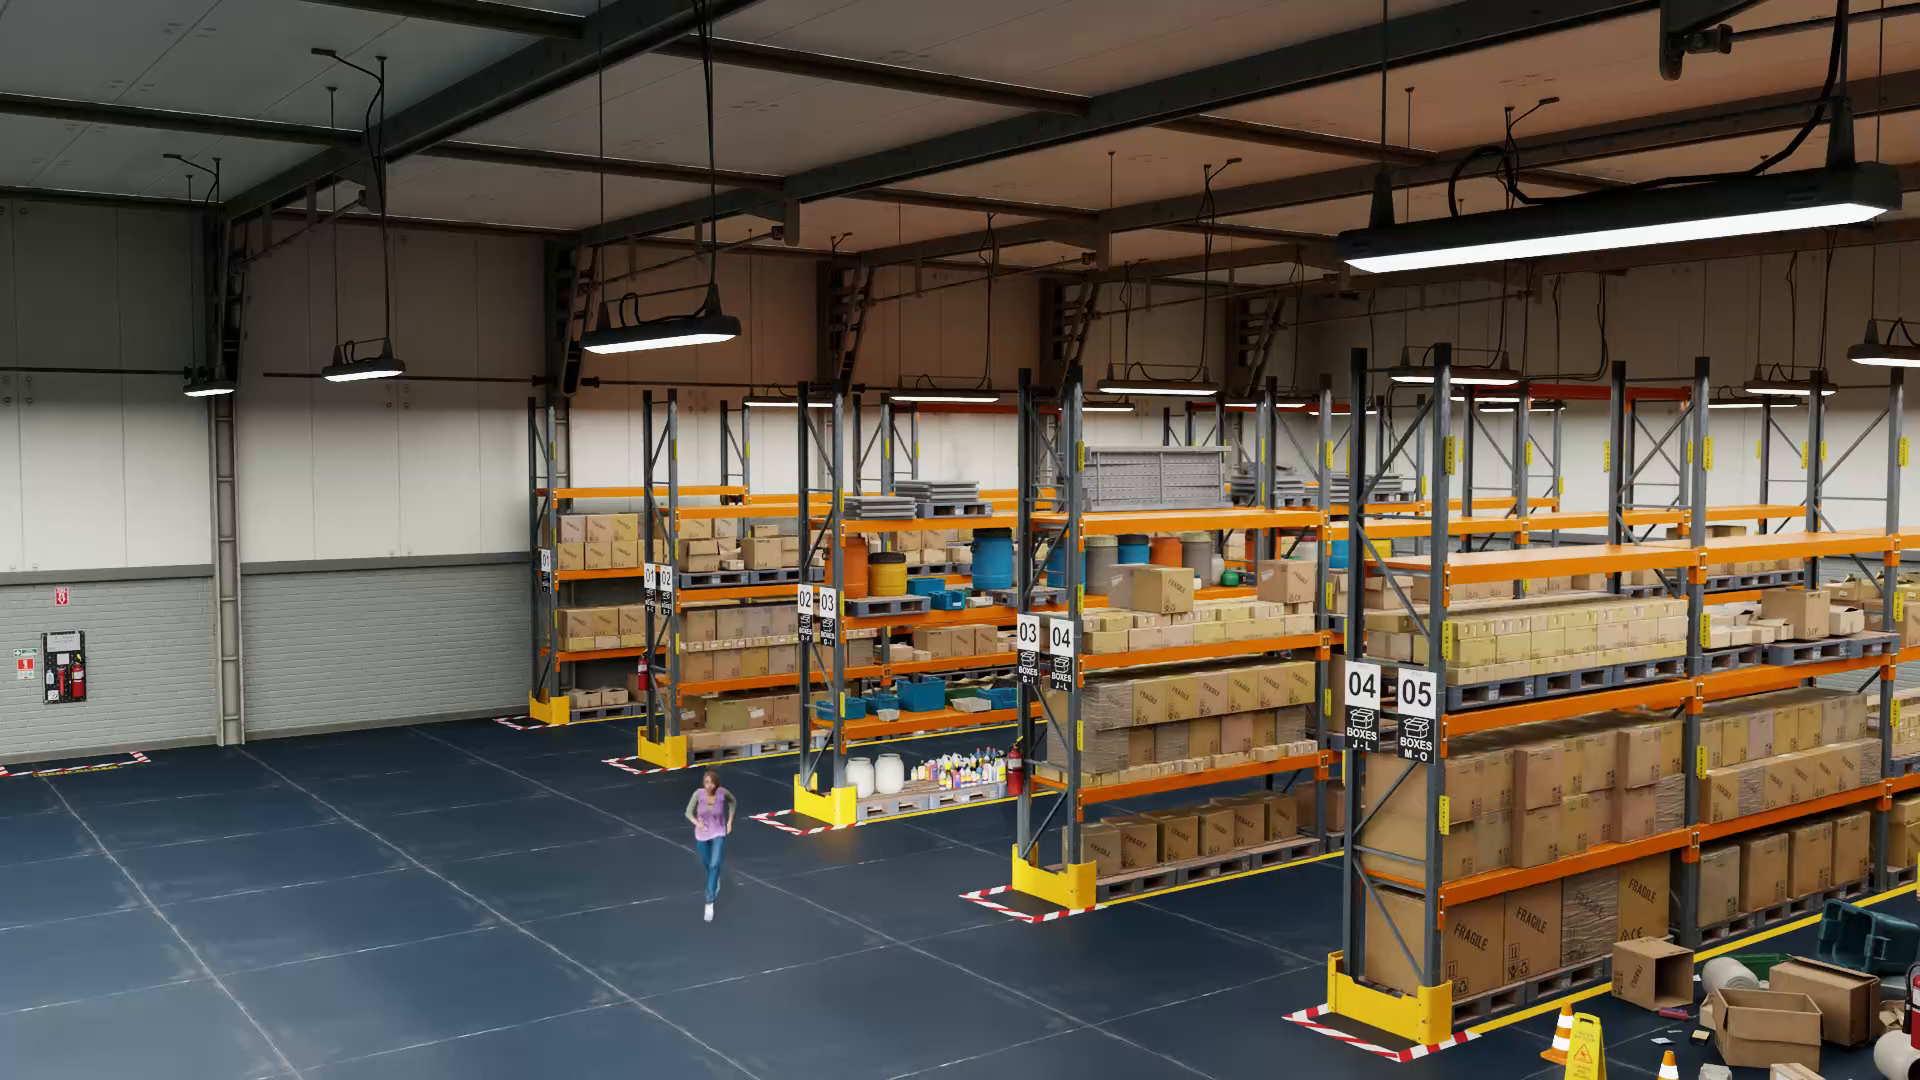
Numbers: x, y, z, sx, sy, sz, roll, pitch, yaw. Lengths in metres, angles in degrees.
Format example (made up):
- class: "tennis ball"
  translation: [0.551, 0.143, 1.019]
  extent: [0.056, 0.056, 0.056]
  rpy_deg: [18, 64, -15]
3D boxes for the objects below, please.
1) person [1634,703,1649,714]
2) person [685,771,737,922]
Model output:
- class: "person"
  translation: [9.087, 3.000, 22.268]
  extent: [0.598, 1.678, 0.649]
  rpy_deg: [-3, 5, -44]
- class: "person"
  translation: [-2.742, 3.301, 18.360]
  extent: [0.542, 1.572, 0.997]
  rpy_deg: [0, 3, -1]
